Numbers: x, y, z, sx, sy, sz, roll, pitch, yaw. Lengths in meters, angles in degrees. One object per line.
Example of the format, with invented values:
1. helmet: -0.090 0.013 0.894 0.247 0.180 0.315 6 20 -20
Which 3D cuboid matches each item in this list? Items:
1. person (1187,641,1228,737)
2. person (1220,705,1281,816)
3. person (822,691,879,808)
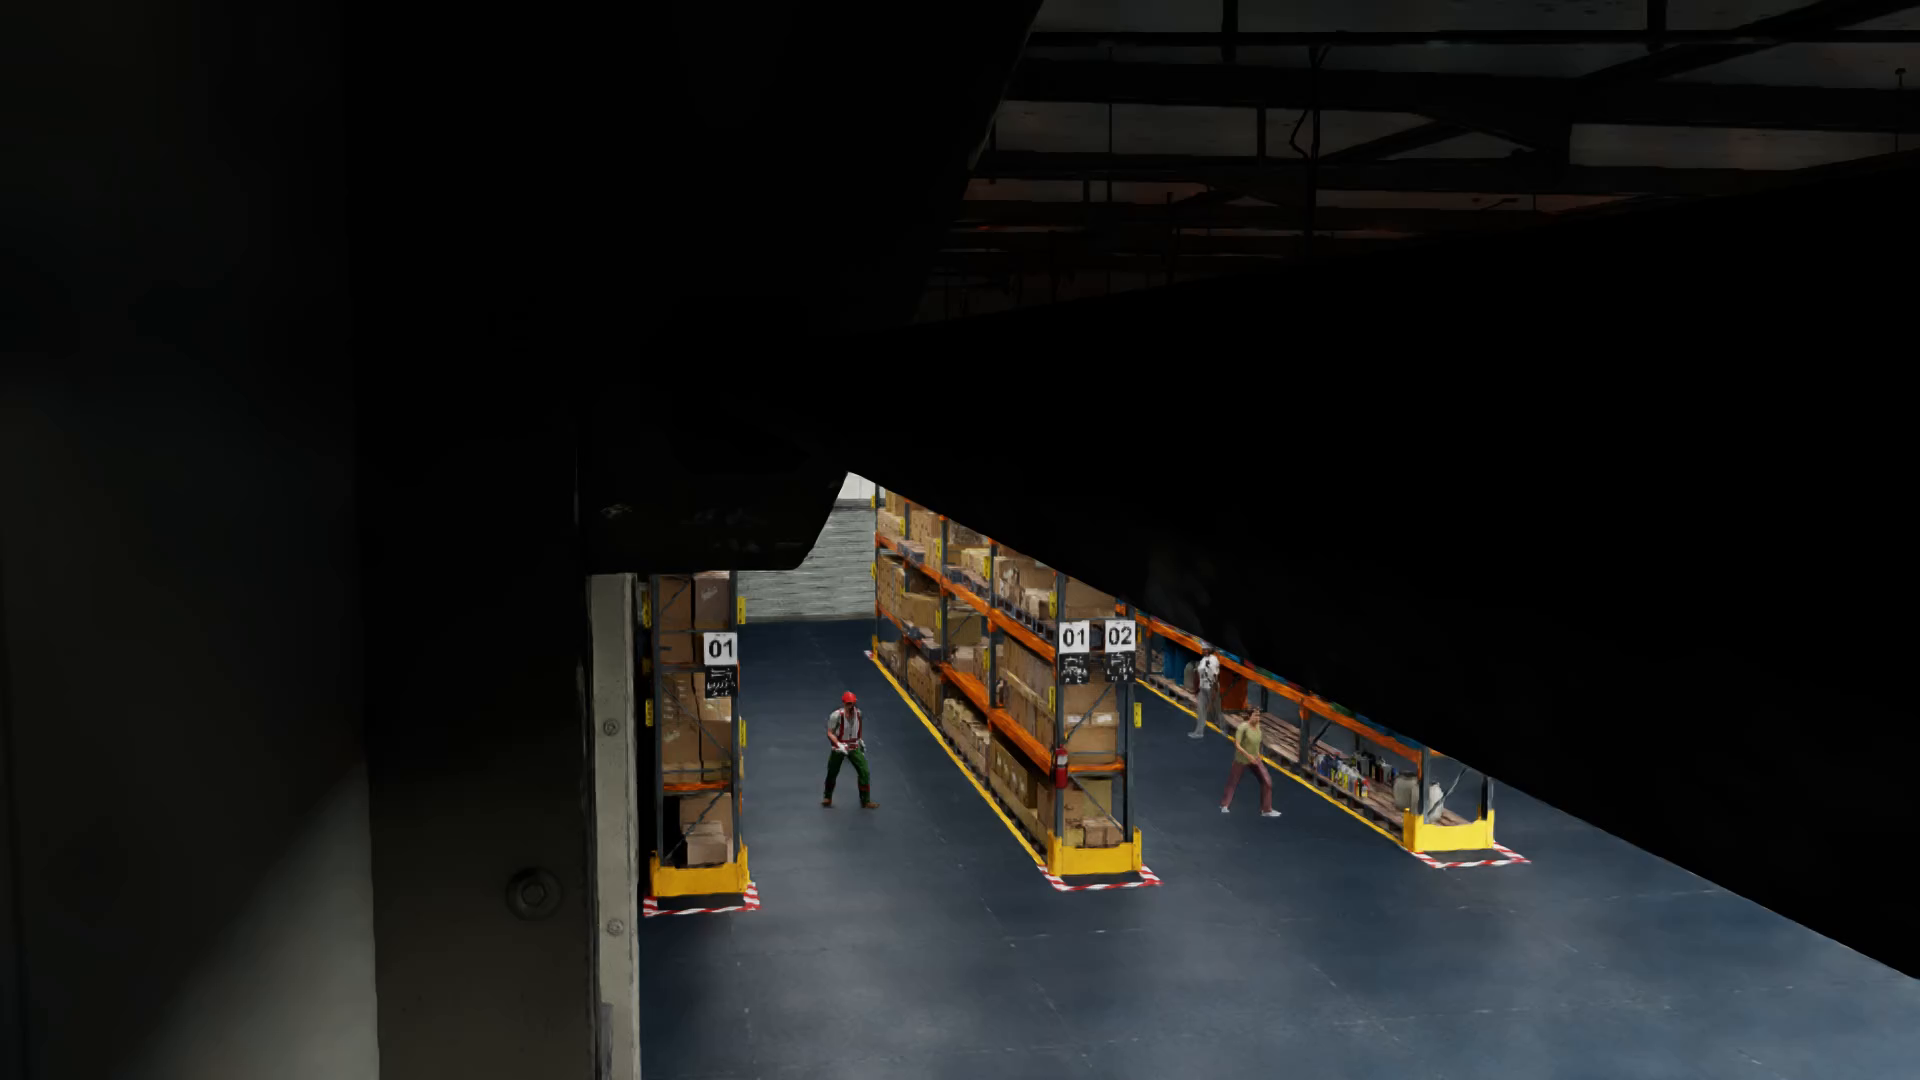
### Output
1. person: 4.267 2.561 28.683 0.638 1.661 0.670 -3 7 -30
2. person: 4.076 3.103 23.584 0.621 1.601 0.817 -3 7 -28
3. person: -1.640 3.004 23.997 0.684 1.714 0.845 -3 7 -27
